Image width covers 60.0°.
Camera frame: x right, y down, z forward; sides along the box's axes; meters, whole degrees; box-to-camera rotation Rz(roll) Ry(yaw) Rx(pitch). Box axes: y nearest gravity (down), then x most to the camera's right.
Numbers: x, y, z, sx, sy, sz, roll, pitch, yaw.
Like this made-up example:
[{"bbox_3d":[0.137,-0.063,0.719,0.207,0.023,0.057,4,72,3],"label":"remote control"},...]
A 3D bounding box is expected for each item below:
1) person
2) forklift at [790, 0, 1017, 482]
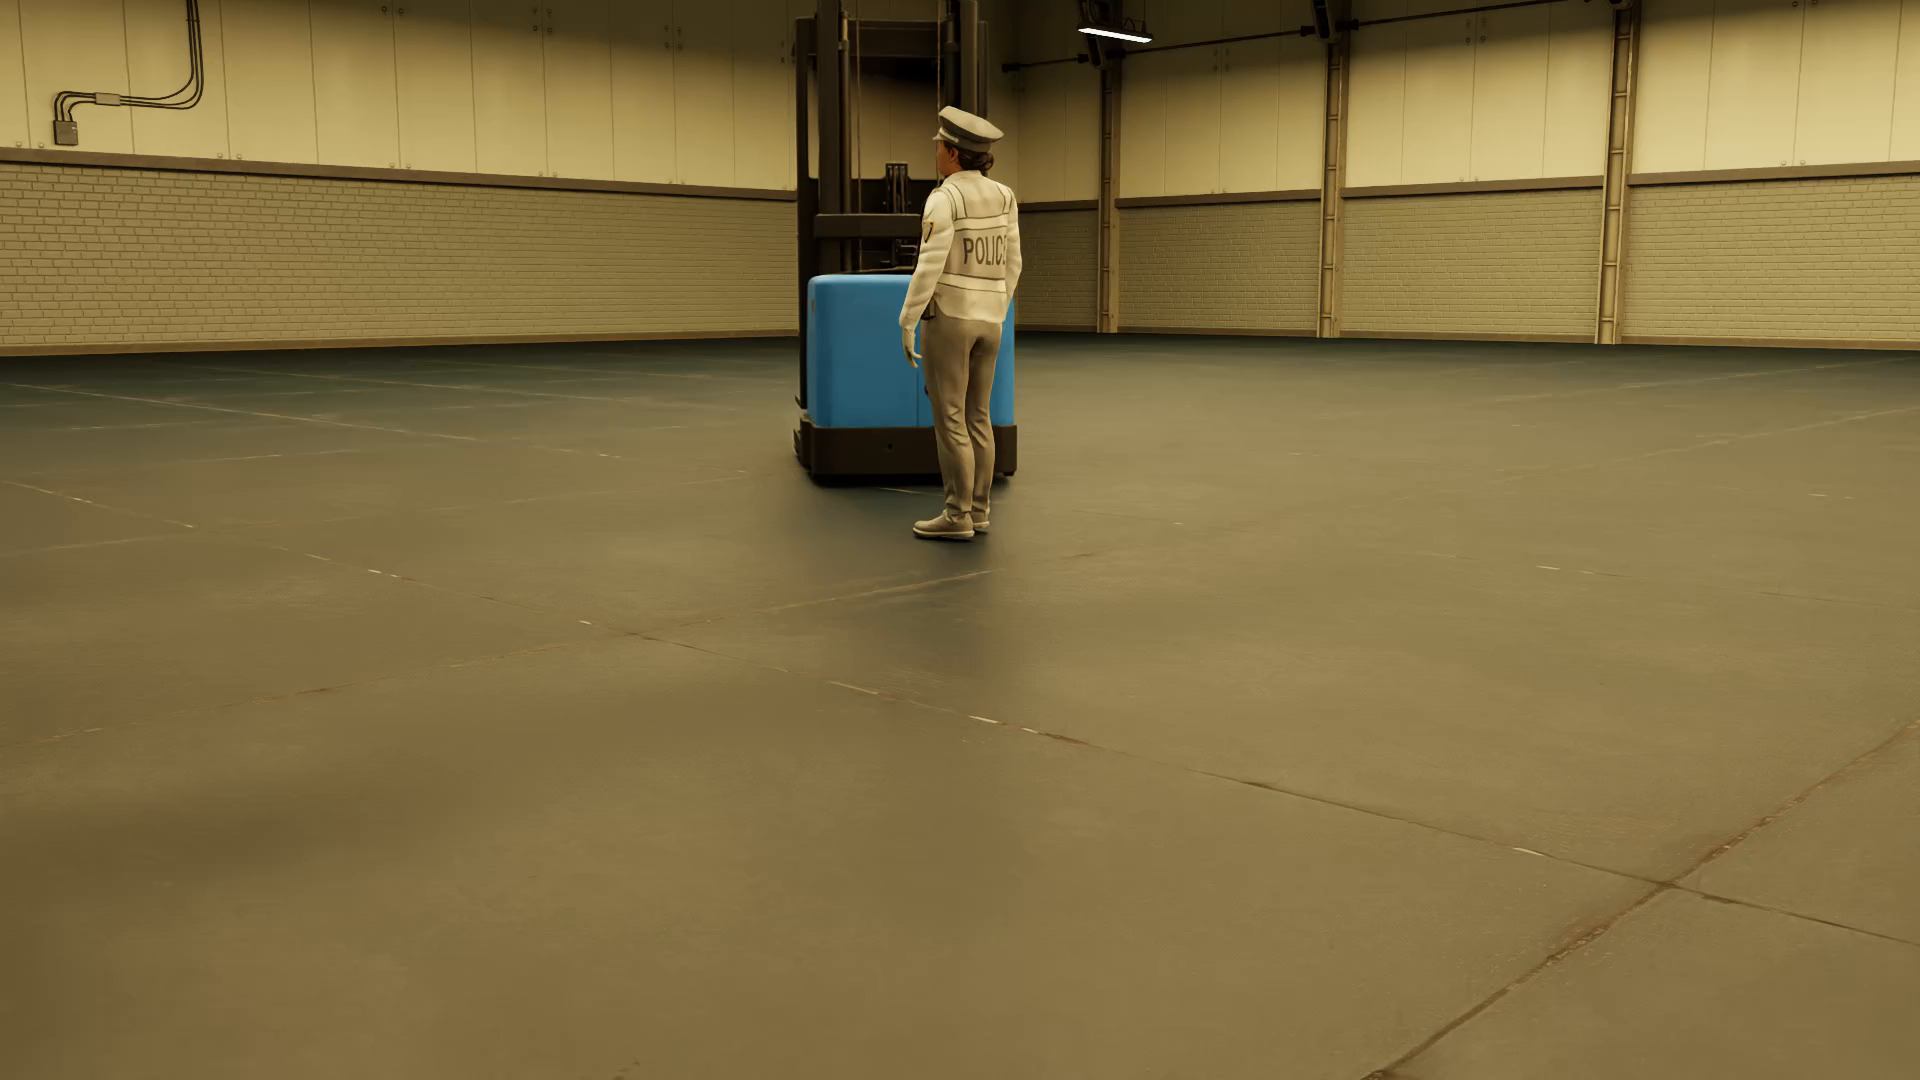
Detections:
[{"bbox_3d":[-0.044,-0.853,6.641,0.533,1.696,0.588,8,12,43],"label":"person"},{"bbox_3d":[-0.419,-1.938,9.746,1.130,2.935,3.031,-1,9,-8],"label":"forklift"}]
